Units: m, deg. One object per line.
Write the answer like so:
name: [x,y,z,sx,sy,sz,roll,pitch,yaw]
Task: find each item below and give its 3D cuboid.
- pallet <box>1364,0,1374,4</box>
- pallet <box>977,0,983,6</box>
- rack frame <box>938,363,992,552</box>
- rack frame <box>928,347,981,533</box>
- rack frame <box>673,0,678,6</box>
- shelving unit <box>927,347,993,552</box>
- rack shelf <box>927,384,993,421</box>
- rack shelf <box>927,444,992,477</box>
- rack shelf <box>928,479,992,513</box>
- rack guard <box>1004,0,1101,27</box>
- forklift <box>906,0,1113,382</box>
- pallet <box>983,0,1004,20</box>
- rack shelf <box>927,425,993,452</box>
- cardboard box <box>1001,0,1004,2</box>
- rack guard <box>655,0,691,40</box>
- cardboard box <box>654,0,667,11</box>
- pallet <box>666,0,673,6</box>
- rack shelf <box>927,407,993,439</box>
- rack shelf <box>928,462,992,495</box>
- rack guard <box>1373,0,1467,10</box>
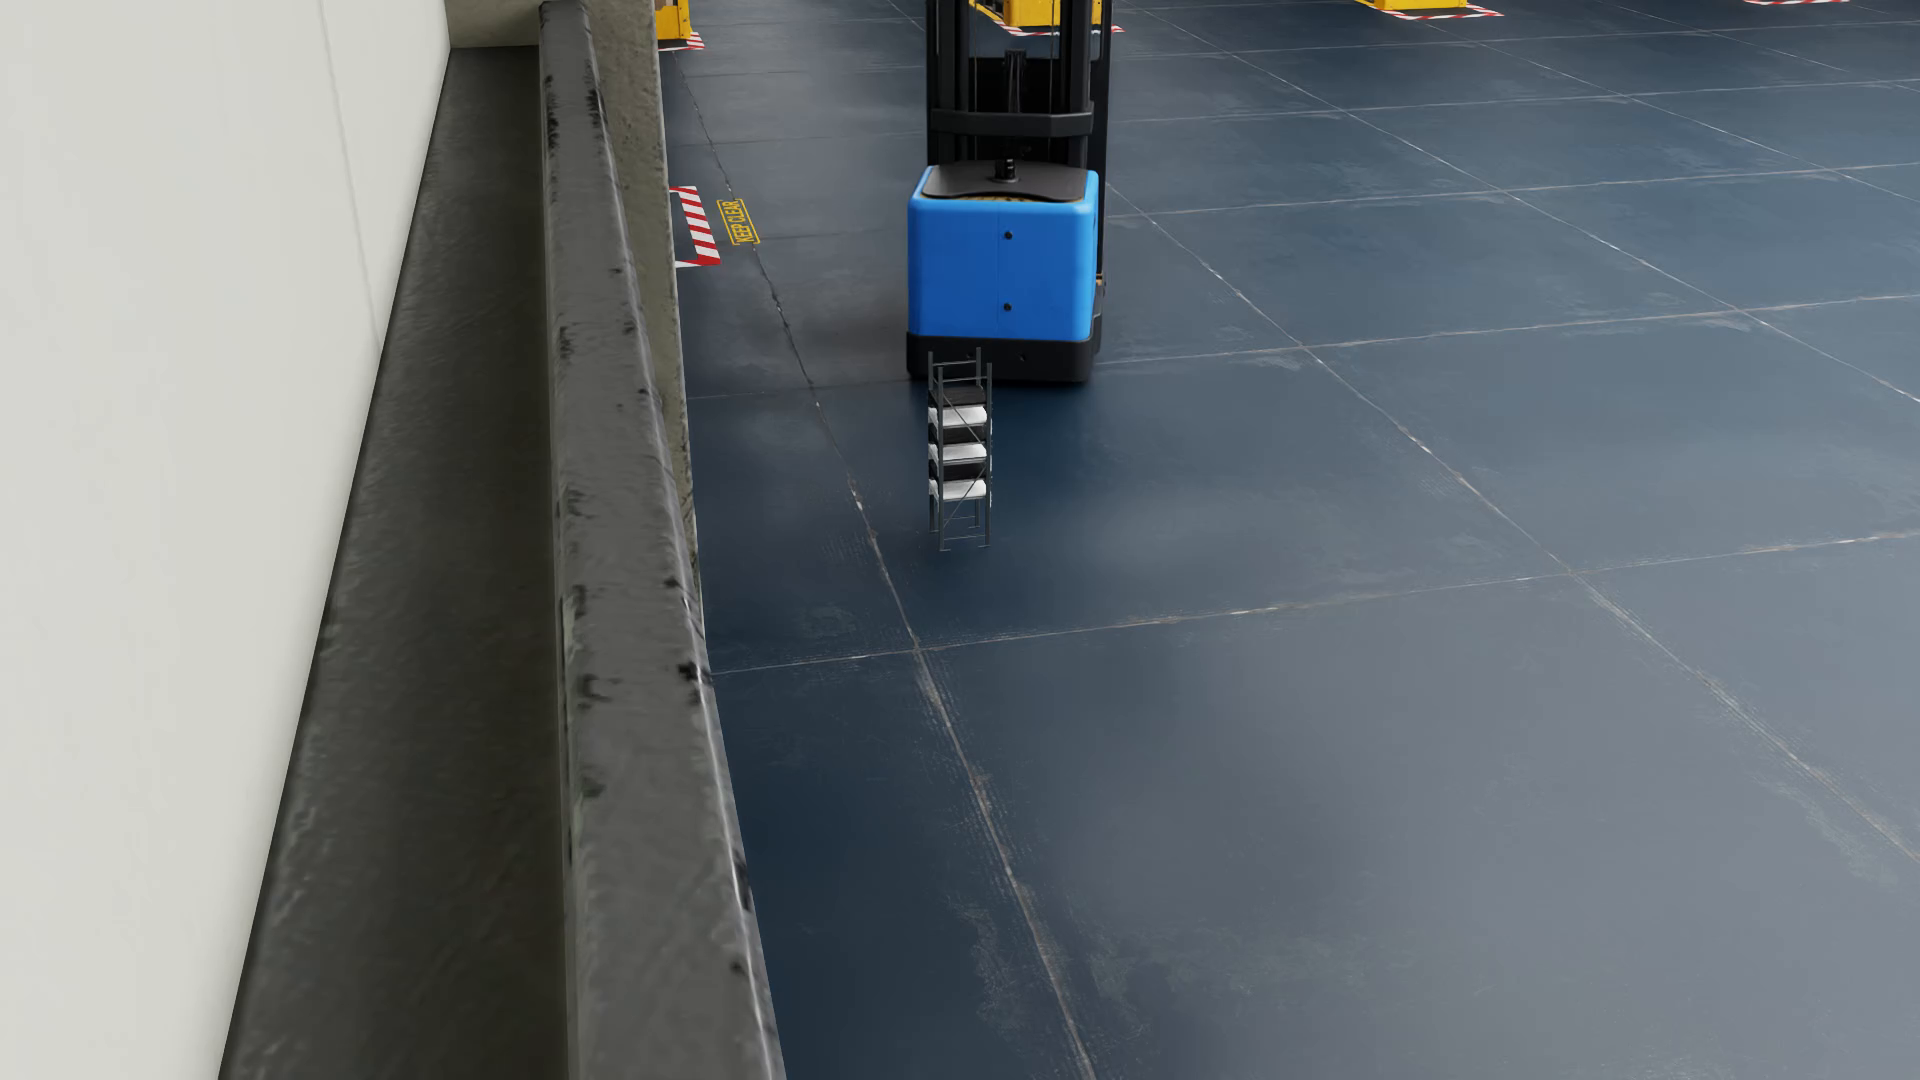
pallet: [5.706,-7.279,21.937,1.003,0.211,1.213,-6,27,-12]
pallet: [0.635,-7.258,21.895,1.003,0.211,1.213,-6,27,-12]
rack frame: [0.021,-0.361,7.466,0.240,0.900,0.006,-6,27,-12]
rack frame: [-0.025,-0.450,7.643,0.240,0.900,0.006,-6,27,-12]
rack frame: [-3.706,-7.132,18.551,1.000,3.000,0.127,-6,27,-12]
shelving unit: [-0.002,-0.405,7.554,0.258,0.900,0.210,-6,27,-12]
rack shelf: [-0.002,-0.617,7.448,0.258,0.077,0.200,-6,27,-12]
rack shelf: [-0.002,-0.376,7.569,0.258,0.077,0.200,-6,27,-12]
rack shelf: [-0.002,-0.215,7.650,0.258,0.077,0.200,-6,27,-12]
rack guard: [1.125,-6.510,20.093,1.175,0.500,0.348,-6,27,-12]
forklift: [0.372,-2.830,10.104,1.130,2.935,3.031,3,27,6]
pallet: [0.907,-6.723,20.836,1.003,0.211,1.213,-6,27,-12]
rack shelf: [-0.002,-0.456,7.529,0.258,0.077,0.200,-6,27,-12]
cardboard box: [0.711,-6.802,20.483,0.500,0.250,0.500,-6,27,-12]
rack guard: [-3.723,-6.049,19.181,1.175,0.500,0.348,-6,27,-12]
cardboard box: [-3.774,-6.441,19.678,0.500,0.311,0.500,-9,28,-17]
pallet: [-3.871,-6.281,19.959,1.003,0.211,1.213,-6,27,-12]
rack shelf: [-0.002,-0.536,7.488,0.258,0.077,0.200,-6,27,-12]
rack shelf: [-0.002,-0.295,7.610,0.258,0.077,0.200,-6,27,-12]
rack guard: [5.884,-7.051,21.164,1.175,0.500,0.348,-6,27,-12]
